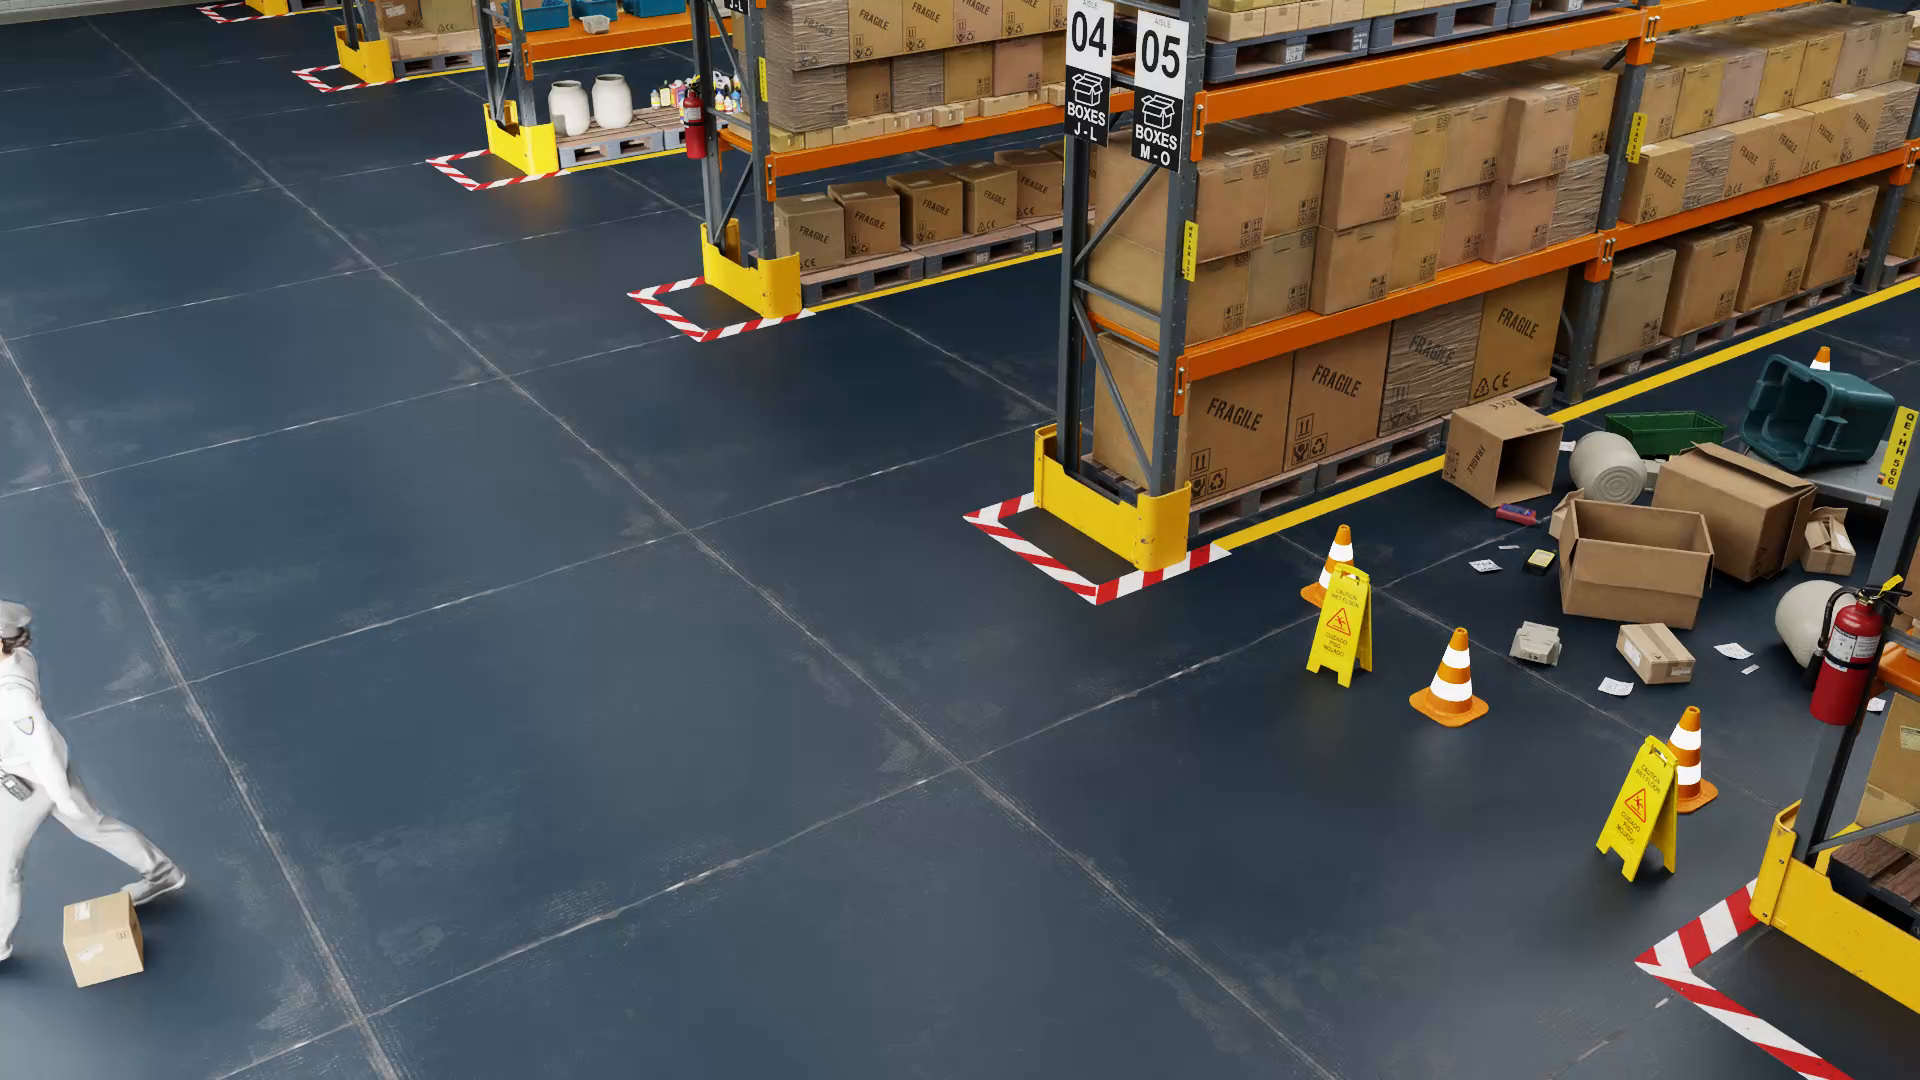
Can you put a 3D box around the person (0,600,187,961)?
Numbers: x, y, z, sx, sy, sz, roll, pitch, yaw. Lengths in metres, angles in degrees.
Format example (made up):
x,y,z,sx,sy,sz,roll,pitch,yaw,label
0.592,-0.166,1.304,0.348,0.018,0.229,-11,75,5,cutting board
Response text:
x,y,z,sx,sy,sz,roll,pitch,yaw,label
-3.877,0.956,6.832,0.983,1.634,0.492,-11,31,-20,person
